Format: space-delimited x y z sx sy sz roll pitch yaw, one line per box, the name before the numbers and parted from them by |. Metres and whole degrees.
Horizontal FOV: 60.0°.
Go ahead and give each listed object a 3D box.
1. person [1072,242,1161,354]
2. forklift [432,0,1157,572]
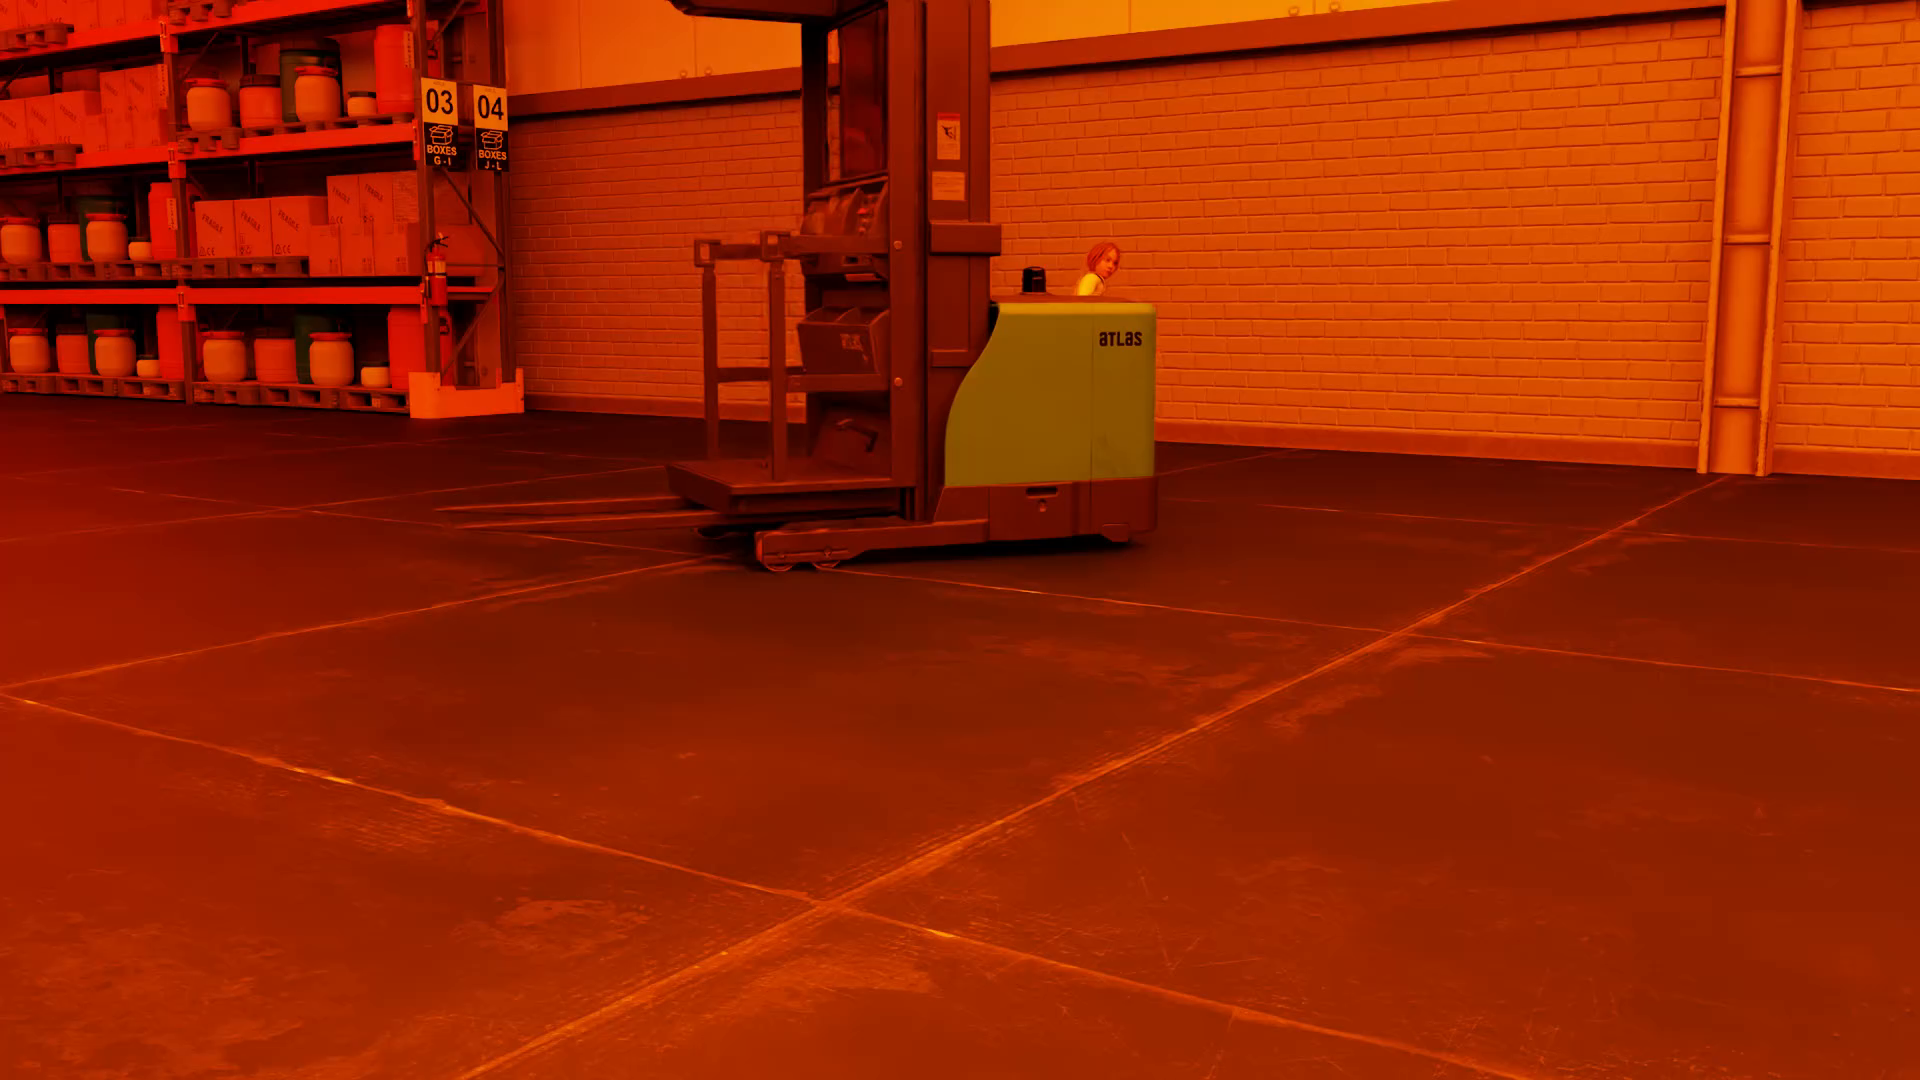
person | 0.903 -1.050 9.924 0.714 1.446 0.637 -3 9 -20
forklift | -0.684 -1.405 7.072 3.031 2.935 1.130 -4 9 -24
